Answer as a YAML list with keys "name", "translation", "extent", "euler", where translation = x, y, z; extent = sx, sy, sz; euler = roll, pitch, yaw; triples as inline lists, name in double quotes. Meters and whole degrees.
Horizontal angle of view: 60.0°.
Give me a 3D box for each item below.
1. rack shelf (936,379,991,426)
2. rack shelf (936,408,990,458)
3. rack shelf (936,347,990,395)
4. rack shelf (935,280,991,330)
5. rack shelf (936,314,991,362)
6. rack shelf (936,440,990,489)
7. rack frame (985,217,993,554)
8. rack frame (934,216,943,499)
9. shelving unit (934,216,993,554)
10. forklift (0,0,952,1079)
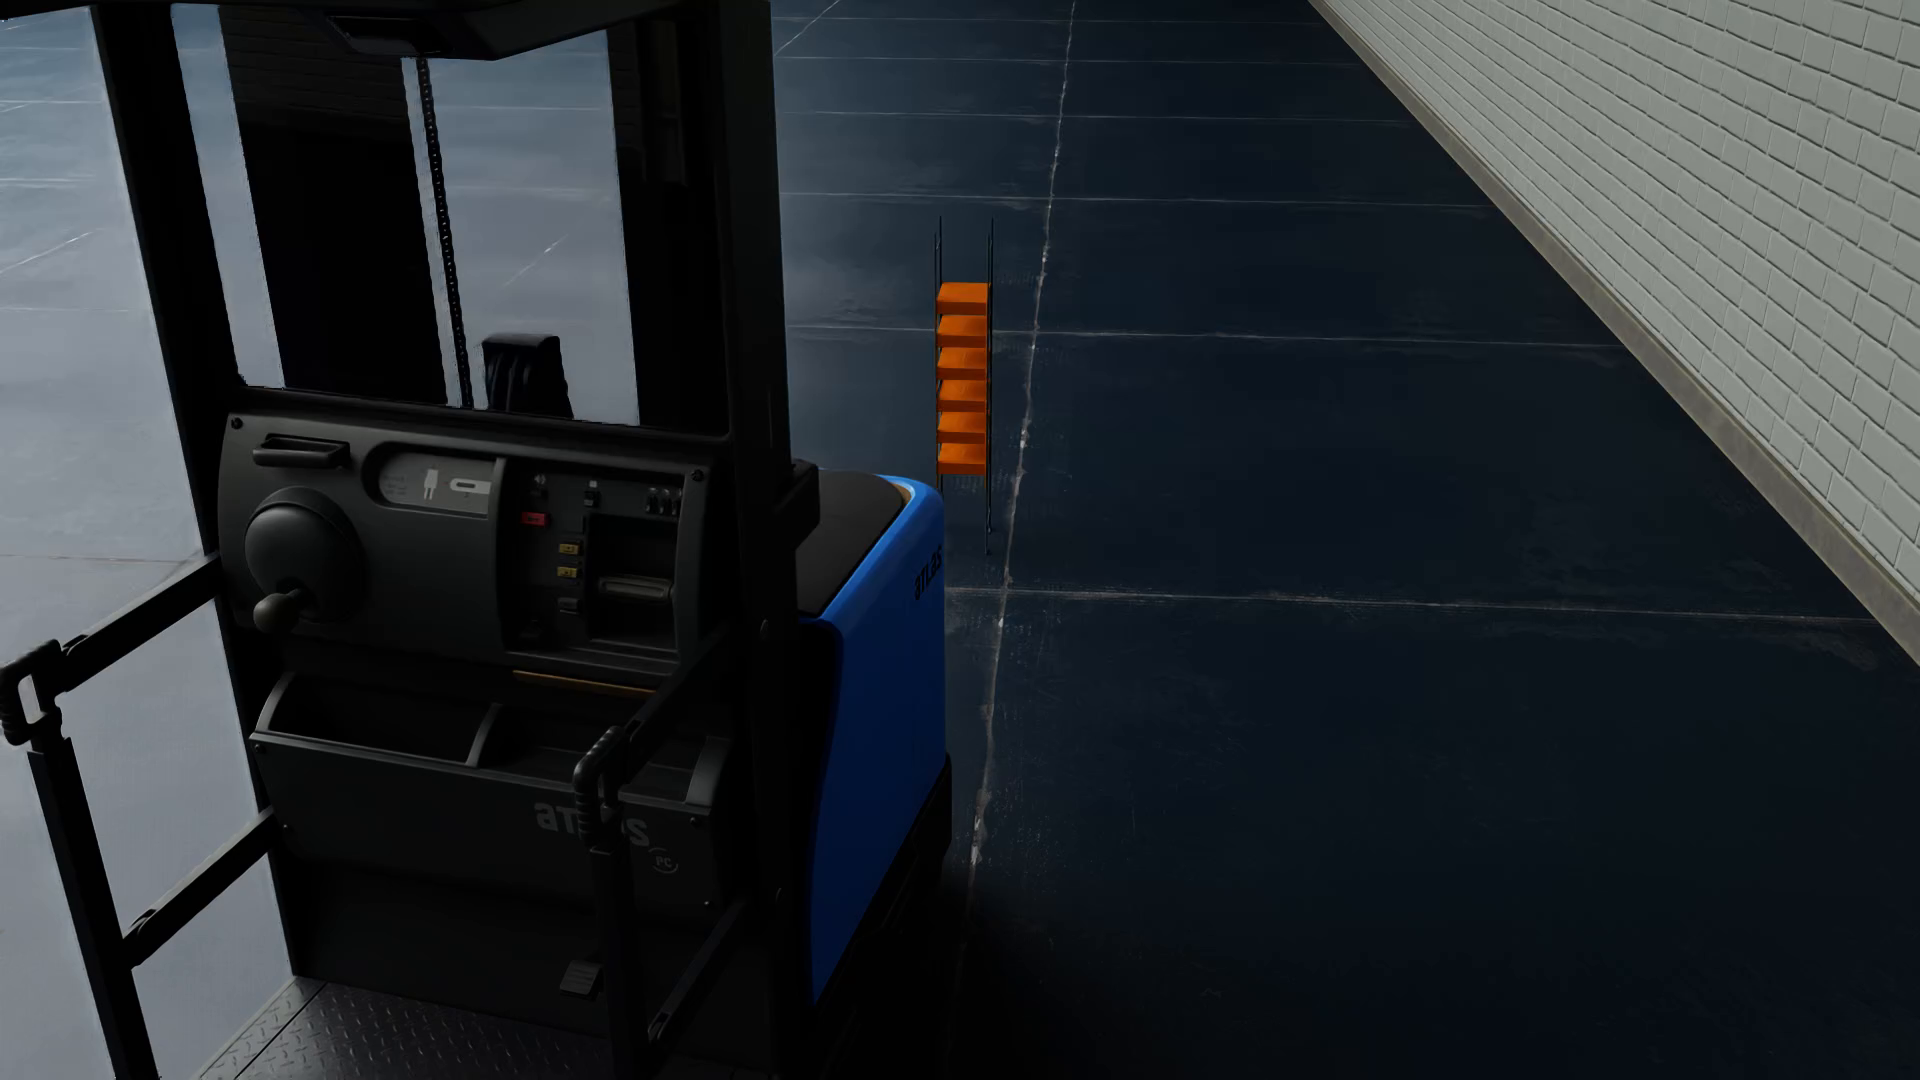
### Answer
- name: "rack shelf"
  translation: [0.014, -0.504, 6.017]
  extent: [0.180, 0.103, 0.258]
  euler: [2, 25, 4]
- name: "rack shelf"
  translation: [0.014, -0.395, 6.067]
  extent: [0.180, 0.103, 0.258]
  euler: [2, 25, 4]
- name: "rack shelf"
  translation: [0.014, -0.613, 5.967]
  extent: [0.180, 0.103, 0.258]
  euler: [2, 25, 4]
- name: "rack shelf"
  translation: [0.014, -0.831, 5.866]
  extent: [0.180, 0.103, 0.258]
  euler: [2, 25, 4]
- name: "rack shelf"
  translation: [0.014, -0.722, 5.916]
  extent: [0.180, 0.103, 0.258]
  euler: [2, 25, 4]
- name: "rack shelf"
  translation: [0.014, -0.286, 6.117]
  extent: [0.180, 0.103, 0.258]
  euler: [2, 25, 4]
- name: "rack frame"
  translation: [0.106, -0.542, 5.992]
  extent: [0.006, 1.200, 0.240]
  euler: [2, 25, 4]
- name: "rack frame"
  translation: [-0.077, -0.548, 6.005]
  extent: [0.006, 1.200, 0.240]
  euler: [2, 25, 4]
- name: "shelving unit"
  translation: [0.014, -0.545, 5.998]
  extent: [0.189, 1.200, 0.258]
  euler: [2, 25, 4]
- name: "forklift"
  translation: [-0.916, 0.036, 2.665]
  extent: [1.130, 2.935, 3.031]
  euler: [7, 26, 14]
